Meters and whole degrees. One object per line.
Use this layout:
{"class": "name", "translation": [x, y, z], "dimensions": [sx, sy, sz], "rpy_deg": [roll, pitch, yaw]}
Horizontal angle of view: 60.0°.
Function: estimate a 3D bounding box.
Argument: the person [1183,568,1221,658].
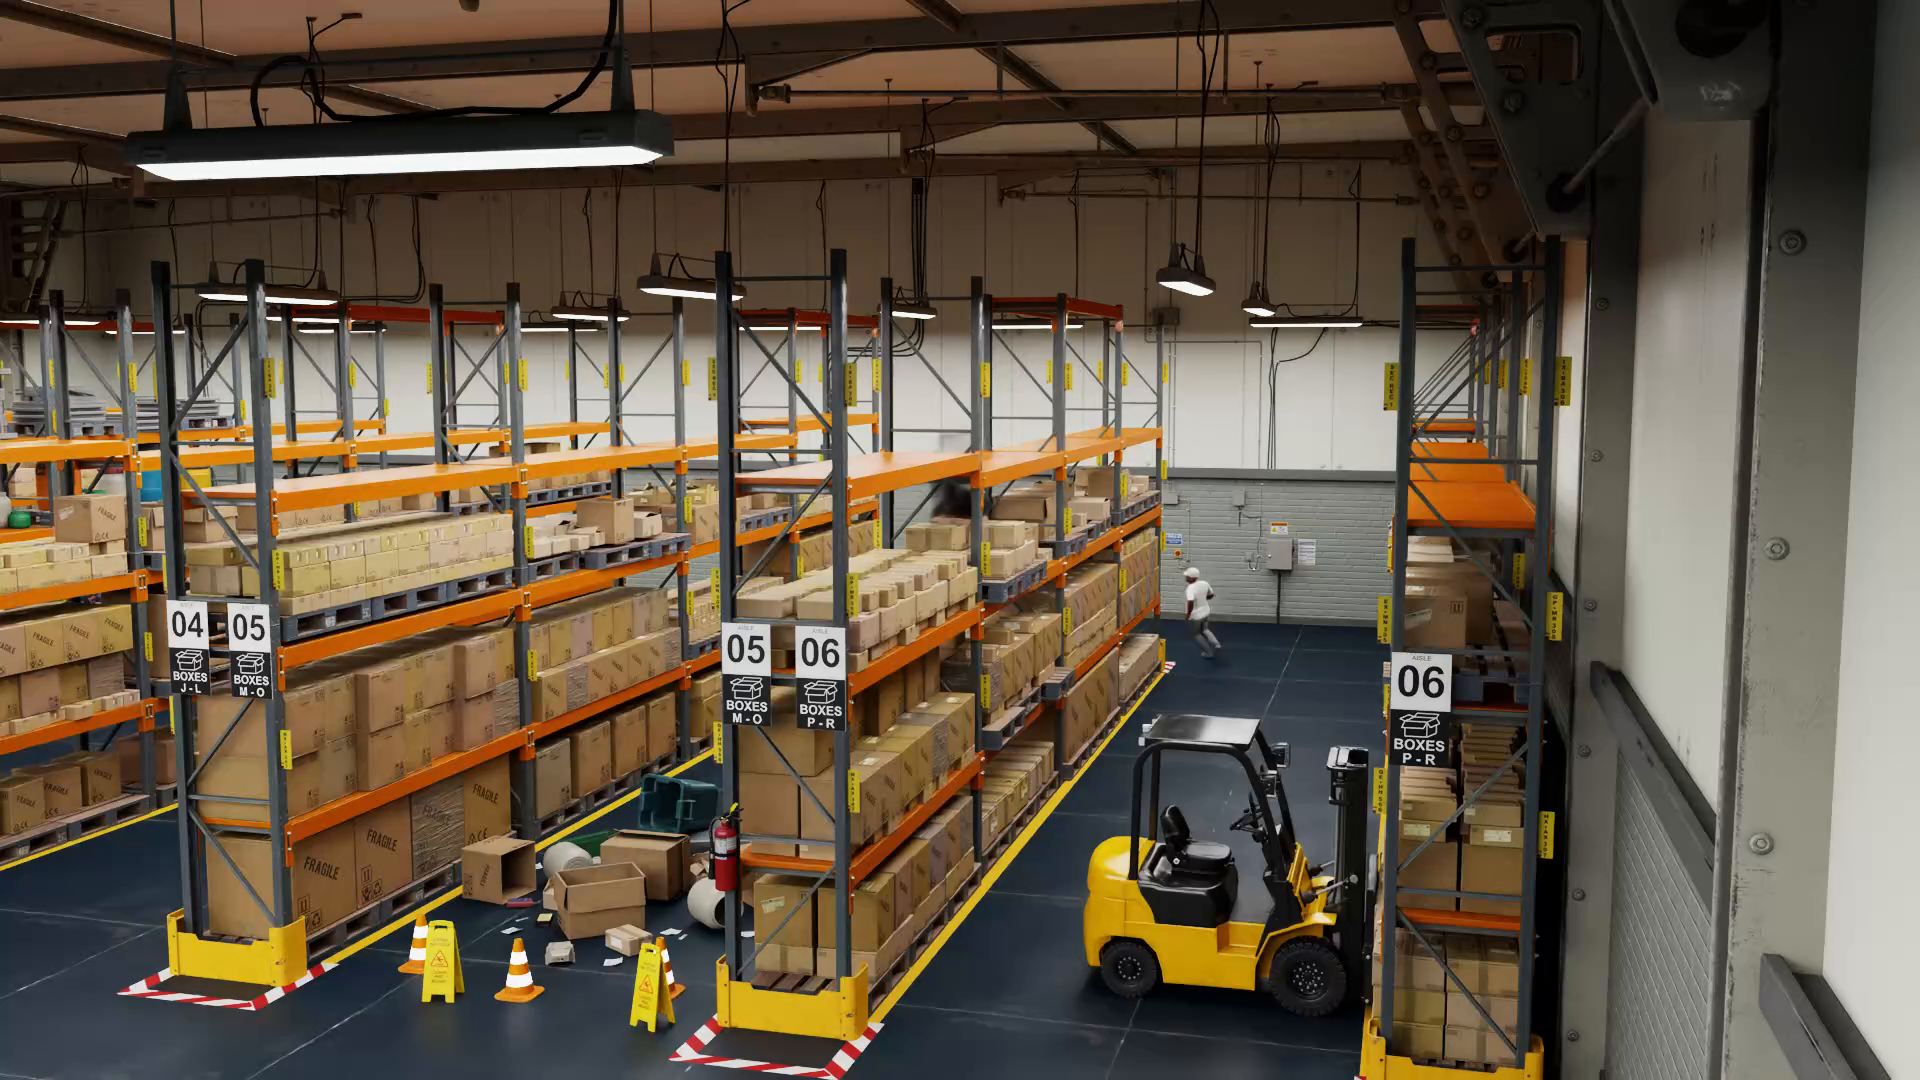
{"class": "person", "translation": [4.163, 1.291, 29.002], "dimensions": [0.782, 1.655, 0.667], "rpy_deg": [-3, 7, -30]}
